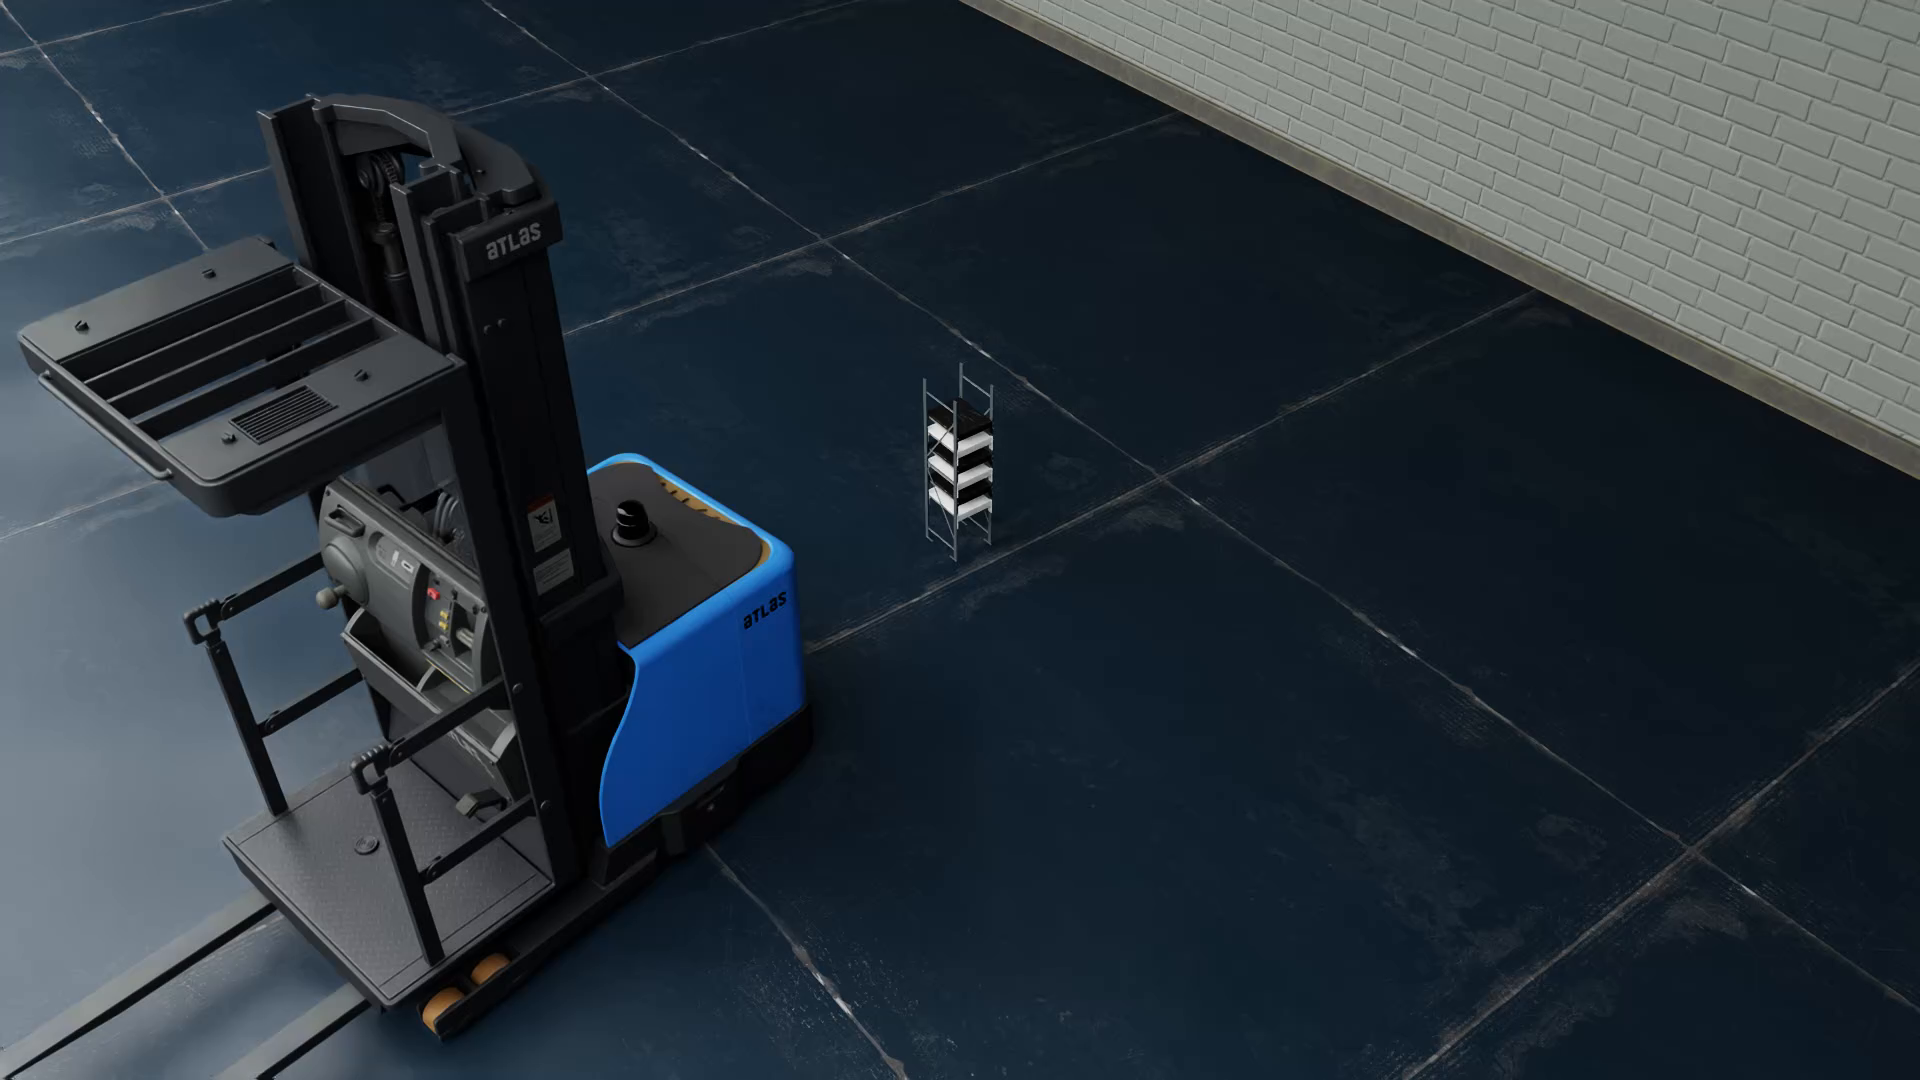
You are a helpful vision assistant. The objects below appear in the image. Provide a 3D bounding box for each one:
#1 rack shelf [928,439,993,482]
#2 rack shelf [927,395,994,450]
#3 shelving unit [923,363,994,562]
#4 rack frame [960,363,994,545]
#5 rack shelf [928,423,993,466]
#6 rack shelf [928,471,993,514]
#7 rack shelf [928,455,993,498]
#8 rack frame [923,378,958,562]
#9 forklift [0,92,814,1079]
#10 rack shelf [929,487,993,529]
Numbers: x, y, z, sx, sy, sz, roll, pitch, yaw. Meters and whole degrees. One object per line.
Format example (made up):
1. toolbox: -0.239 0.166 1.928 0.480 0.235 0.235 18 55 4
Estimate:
1. rack shelf: -0.006 -0.389 7.558 0.200 0.077 0.258 -26 46 -28
2. rack shelf: -0.006 -0.528 7.444 0.200 0.077 0.258 -26 46 -28
3. shelving unit: -0.006 -0.345 7.594 0.210 0.900 0.258 -26 46 -28
4. rack frame: 0.074 -0.384 7.642 0.006 0.900 0.240 -26 46 -28
5. rack shelf: -0.006 -0.458 7.501 0.200 0.077 0.258 -26 46 -28
6. rack shelf: -0.006 -0.249 7.672 0.200 0.077 0.258 -26 46 -28
7. rack shelf: -0.006 -0.319 7.615 0.200 0.077 0.258 -26 46 -28
8. rack frame: -0.087 -0.305 7.546 0.006 0.900 0.240 -26 46 -28
9. forklift: -1.956 0.222 5.301 1.130 2.935 3.031 30 48 31
10. rack shelf: -0.006 -0.180 7.730 0.200 0.077 0.258 -26 46 -28
